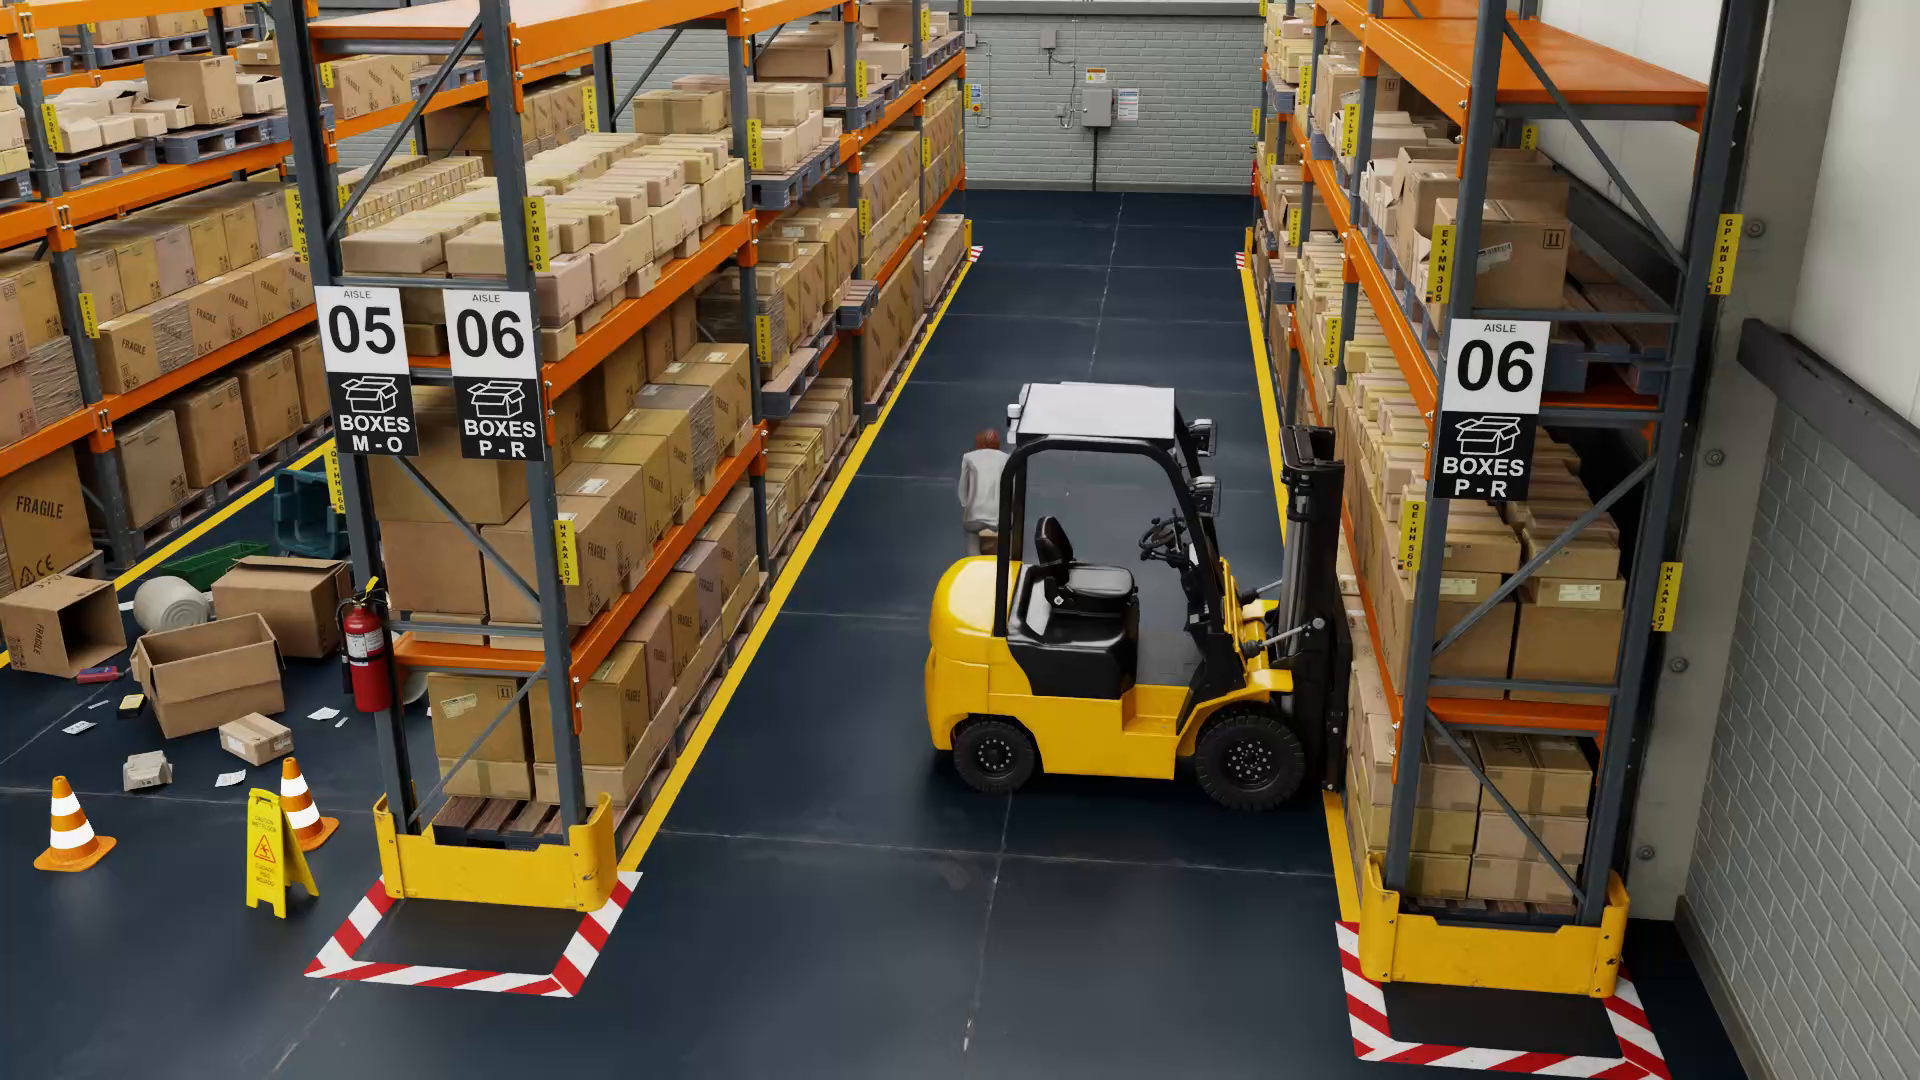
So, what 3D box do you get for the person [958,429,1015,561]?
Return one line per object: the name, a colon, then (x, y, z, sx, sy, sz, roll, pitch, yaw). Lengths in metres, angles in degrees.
person: (0.194, -0.204, 12.317, 0.463, 1.088, 0.745, 2, 22, 6)
